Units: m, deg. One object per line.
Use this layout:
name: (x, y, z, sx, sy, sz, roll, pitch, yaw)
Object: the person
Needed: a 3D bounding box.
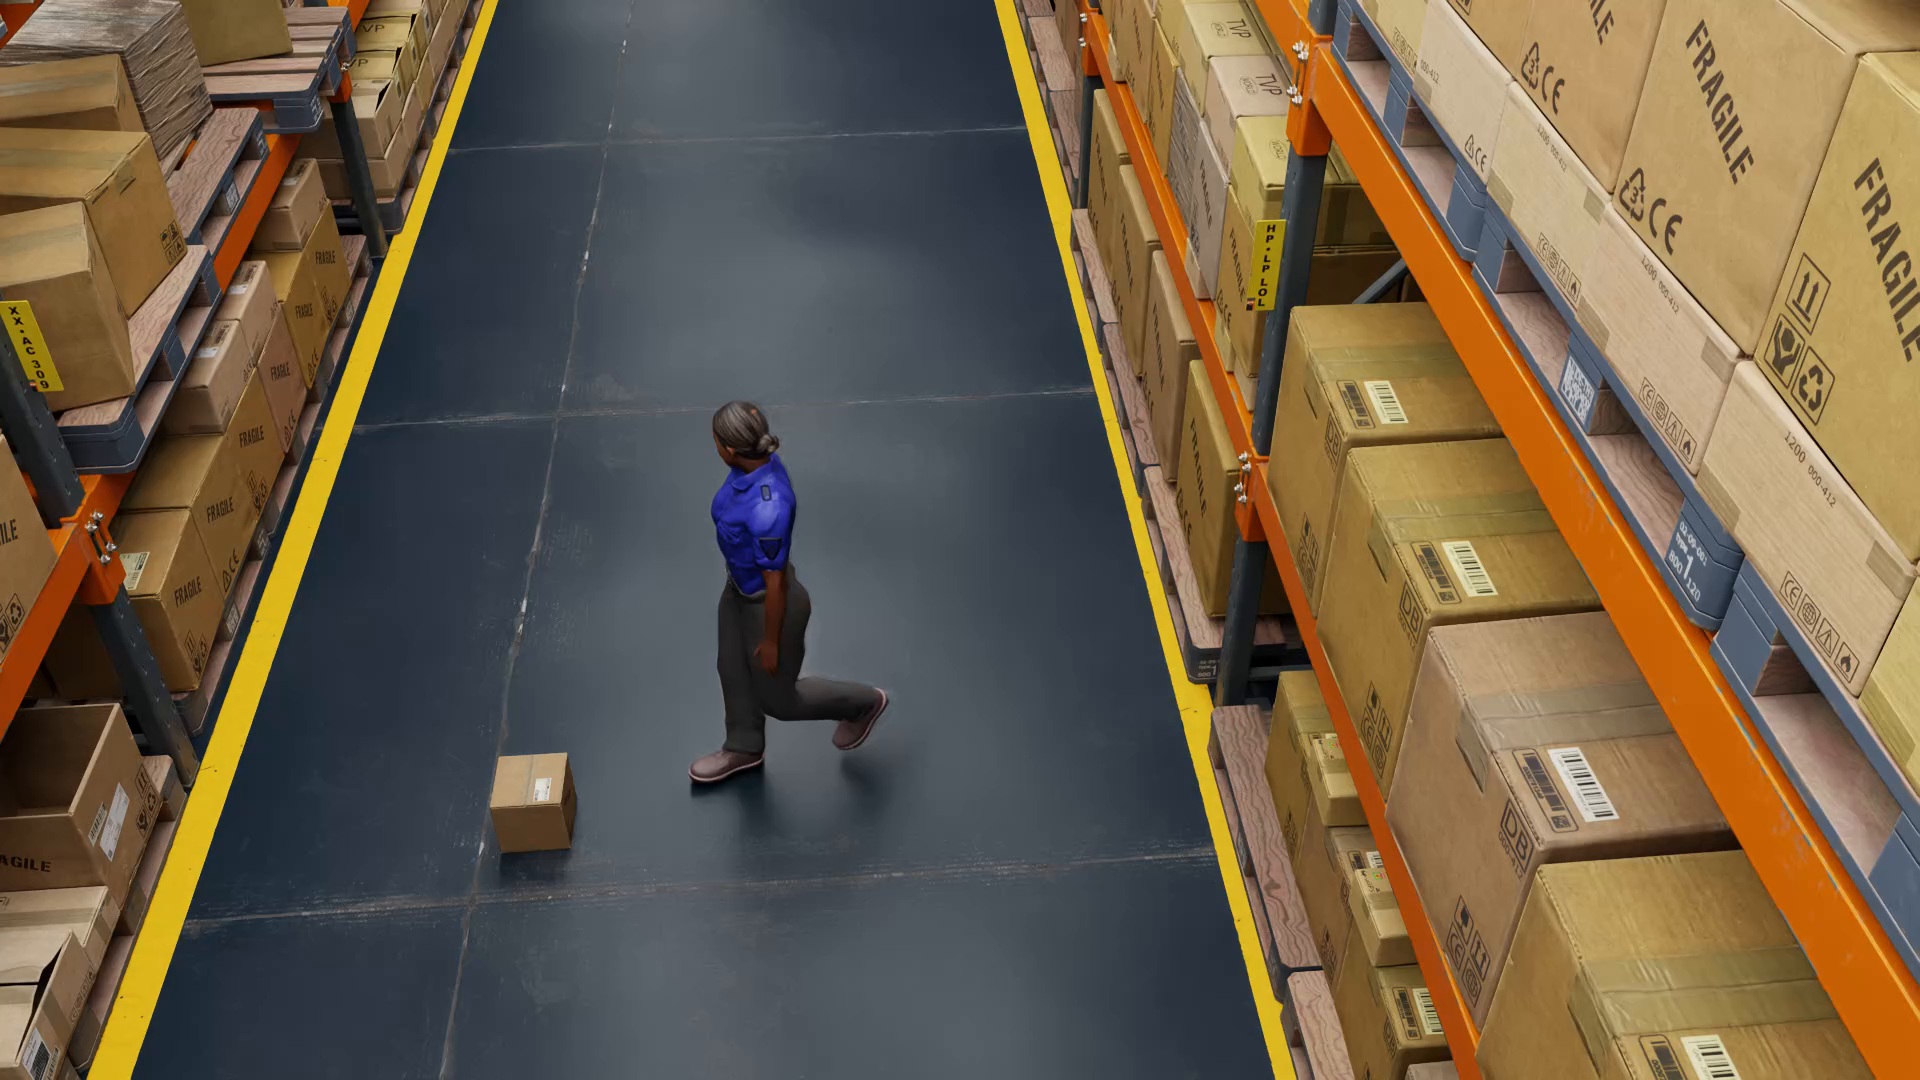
person: (-0.797, 0.236, 5.840, 0.467, 1.655, 0.480, -15, 42, -18)
